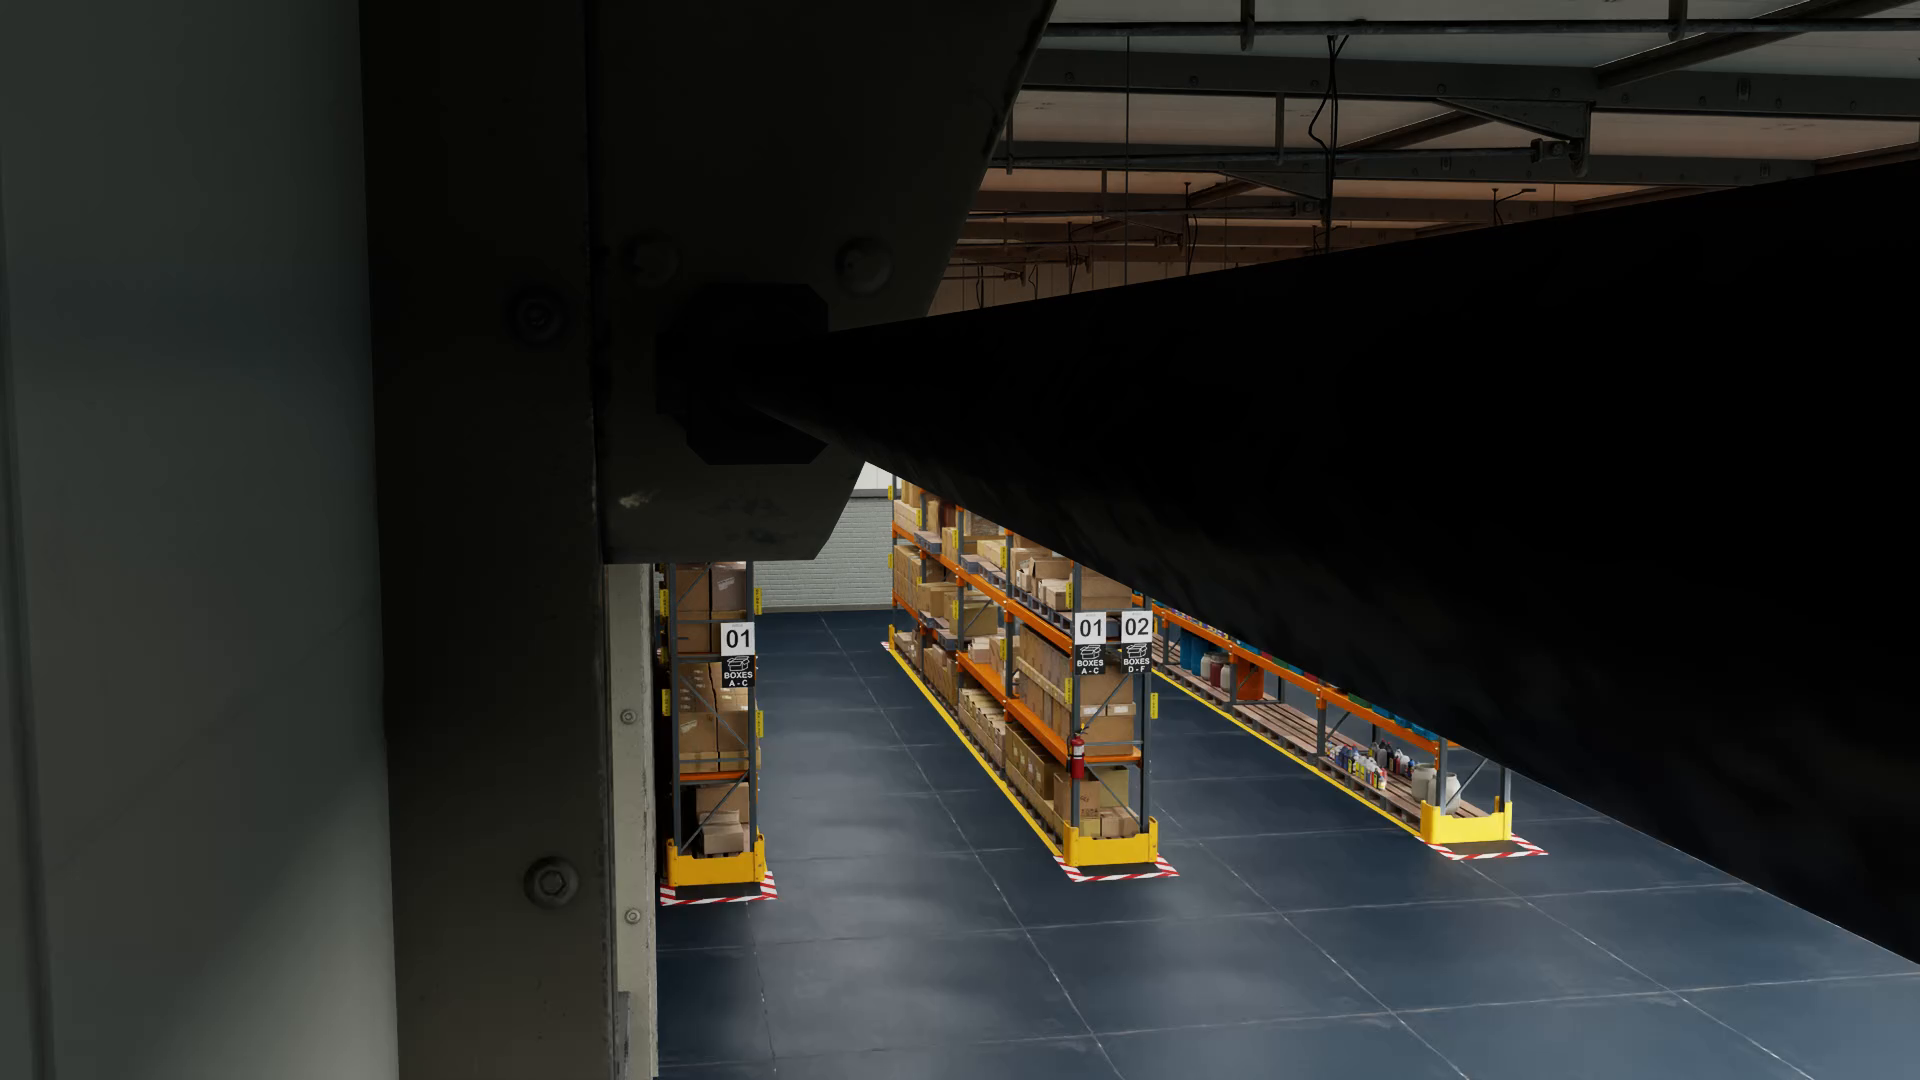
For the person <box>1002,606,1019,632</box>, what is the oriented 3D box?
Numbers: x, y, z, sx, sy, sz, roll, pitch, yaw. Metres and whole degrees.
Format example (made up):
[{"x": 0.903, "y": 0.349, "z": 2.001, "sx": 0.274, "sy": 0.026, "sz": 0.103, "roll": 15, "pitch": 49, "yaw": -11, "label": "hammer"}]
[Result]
[{"x": 1.169, "y": 1.537, "z": 36.760, "sx": 0.506, "sy": 1.673, "sz": 0.425, "roll": -5, "pitch": 8, "yaw": -41, "label": "person"}]

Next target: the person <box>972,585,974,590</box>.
[{"x": 0.134, "y": 1.491, "z": 37.682, "sx": 0.486, "sy": 1.531, "sz": 0.876, "roll": -5, "pitch": 8, "yaw": -36, "label": "person"}]
